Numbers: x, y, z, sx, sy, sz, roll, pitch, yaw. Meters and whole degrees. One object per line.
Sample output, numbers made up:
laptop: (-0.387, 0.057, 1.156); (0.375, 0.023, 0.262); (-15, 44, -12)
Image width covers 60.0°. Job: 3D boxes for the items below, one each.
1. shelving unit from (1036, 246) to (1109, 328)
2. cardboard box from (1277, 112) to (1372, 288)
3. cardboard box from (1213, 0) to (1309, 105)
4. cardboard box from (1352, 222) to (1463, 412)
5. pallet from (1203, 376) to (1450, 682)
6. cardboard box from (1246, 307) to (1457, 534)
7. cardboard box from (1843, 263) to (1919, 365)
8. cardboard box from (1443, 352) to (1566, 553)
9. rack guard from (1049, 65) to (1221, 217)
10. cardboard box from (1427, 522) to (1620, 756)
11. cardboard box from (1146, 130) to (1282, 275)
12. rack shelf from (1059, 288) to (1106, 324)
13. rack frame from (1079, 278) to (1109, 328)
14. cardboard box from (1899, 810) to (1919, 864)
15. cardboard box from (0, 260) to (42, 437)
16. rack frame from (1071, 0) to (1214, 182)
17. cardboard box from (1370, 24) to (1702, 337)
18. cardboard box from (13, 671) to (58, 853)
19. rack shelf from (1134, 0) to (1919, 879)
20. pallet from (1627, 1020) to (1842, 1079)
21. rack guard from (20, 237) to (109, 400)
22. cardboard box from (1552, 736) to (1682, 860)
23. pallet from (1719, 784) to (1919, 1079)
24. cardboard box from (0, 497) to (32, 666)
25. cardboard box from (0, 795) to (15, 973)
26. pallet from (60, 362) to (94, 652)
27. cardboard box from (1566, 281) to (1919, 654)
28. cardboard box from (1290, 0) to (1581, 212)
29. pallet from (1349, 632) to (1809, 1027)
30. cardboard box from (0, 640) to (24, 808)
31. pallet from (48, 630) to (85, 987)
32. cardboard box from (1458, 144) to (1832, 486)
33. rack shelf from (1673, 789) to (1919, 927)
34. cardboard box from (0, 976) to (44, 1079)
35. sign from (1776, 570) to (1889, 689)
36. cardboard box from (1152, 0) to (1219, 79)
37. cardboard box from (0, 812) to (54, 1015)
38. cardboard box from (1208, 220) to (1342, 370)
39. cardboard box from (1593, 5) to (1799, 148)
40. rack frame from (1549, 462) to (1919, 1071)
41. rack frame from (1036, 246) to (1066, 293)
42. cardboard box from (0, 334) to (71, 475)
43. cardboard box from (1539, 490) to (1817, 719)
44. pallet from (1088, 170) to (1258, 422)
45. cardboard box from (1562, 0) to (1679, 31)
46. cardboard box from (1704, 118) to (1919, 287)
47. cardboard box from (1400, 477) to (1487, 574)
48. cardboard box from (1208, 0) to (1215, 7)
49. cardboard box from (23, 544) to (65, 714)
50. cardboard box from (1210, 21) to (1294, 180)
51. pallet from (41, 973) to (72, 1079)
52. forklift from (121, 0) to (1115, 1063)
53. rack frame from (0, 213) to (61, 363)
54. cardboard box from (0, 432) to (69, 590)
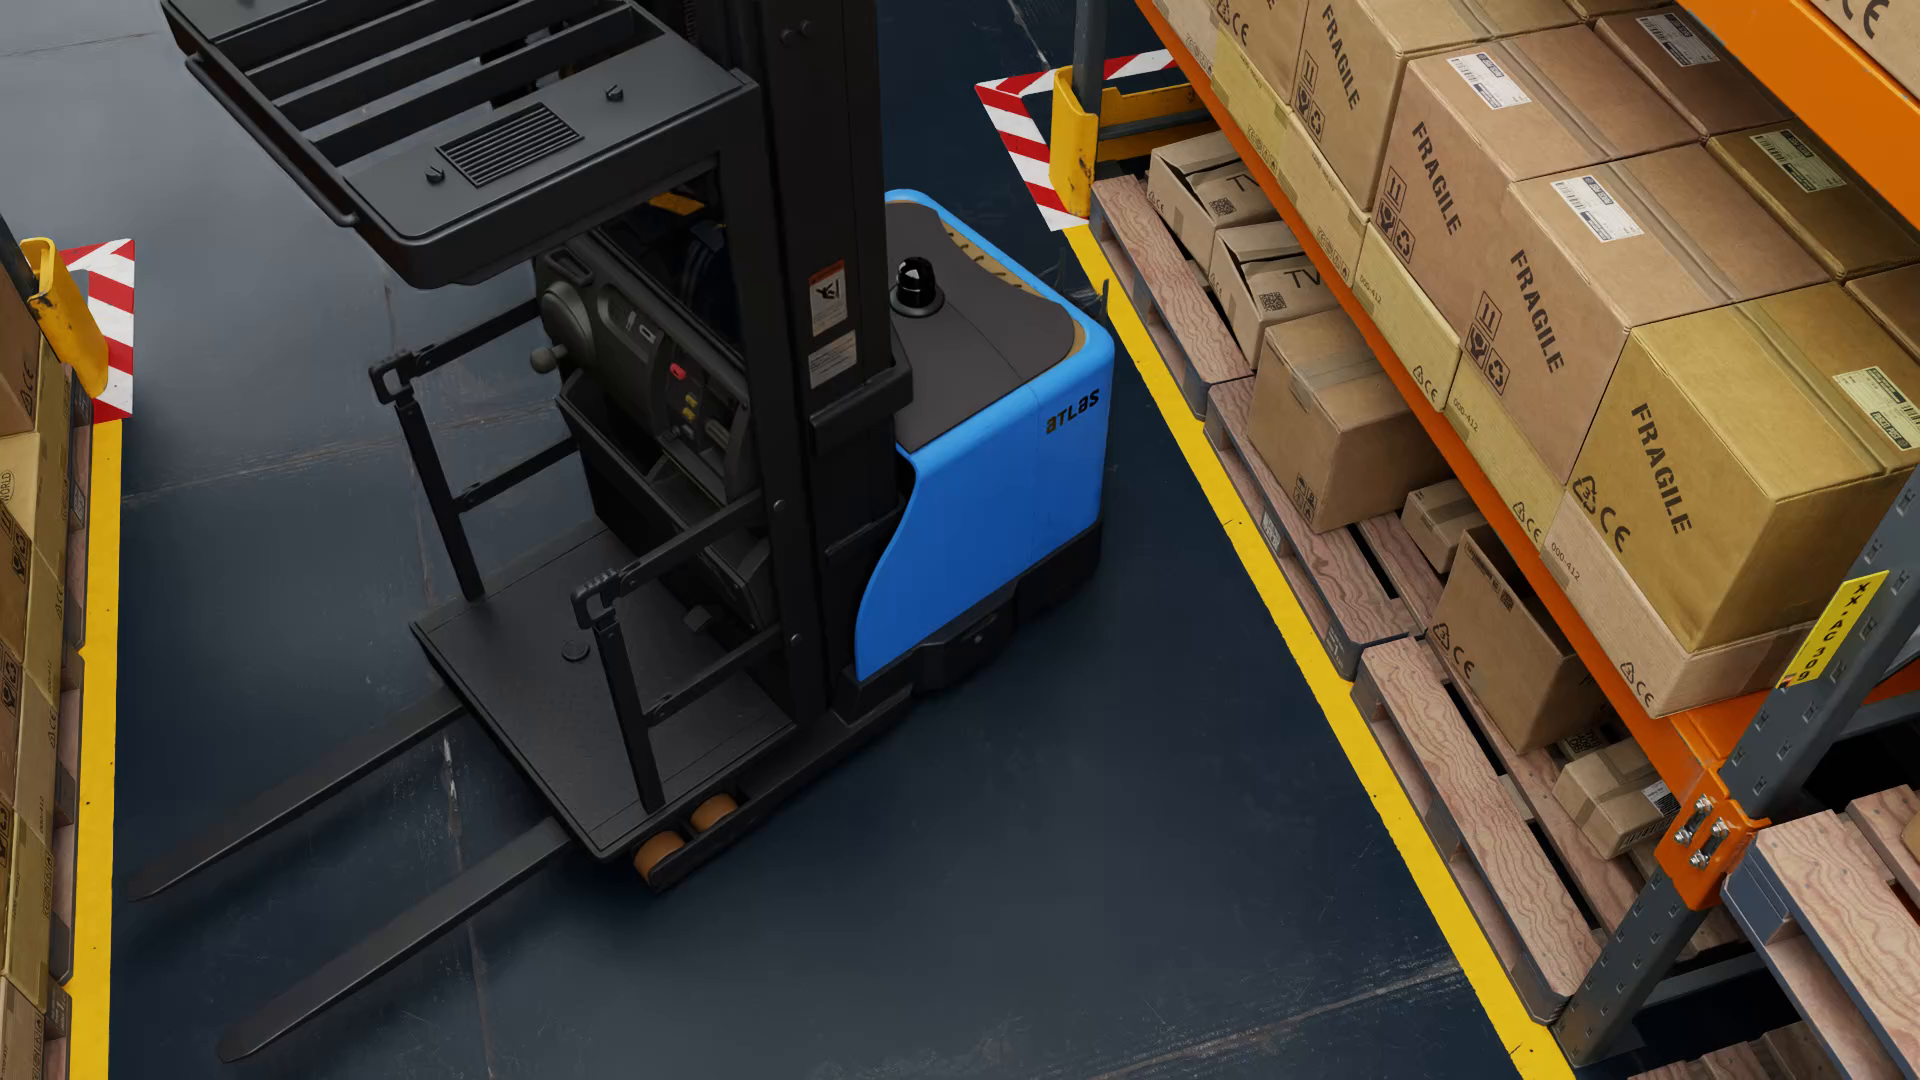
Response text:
shelving unit: (0.313, -0.539, 5.615); (0.258, 0.900, 0.210); (-33, 57, -25)
cardboard box: (1.248, -1.012, 4.726); (0.500, 0.250, 0.500); (-13, 51, -11)
cardboard box: (1.085, -1.642, 4.767); (0.500, 0.500, 0.500); (-15, 51, -12)
cardboard box: (1.397, -0.645, 4.417); (0.500, 0.250, 0.500); (-14, 51, -11)
pallet: (1.533, -0.156, 5.743); (1.003, 0.211, 1.213); (-13, 51, -11)
cardboard box: (1.403, -0.448, 5.513); (0.700, 0.500, 0.500); (-16, 52, -13)
cardboard box: (2.191, -0.270, 3.610); (0.500, 0.500, 0.500); (-14, 51, -12)
cardboard box: (1.561, -0.281, 4.110); (0.500, 0.250, 0.500); (-13, 51, -11)
rack guard: (0.970, -1.740, 6.890); (1.175, 0.500, 0.348); (-13, 51, -11)
cardboard box: (1.785, 0.235, 4.937); (0.500, 0.500, 0.500); (-17, 52, -14)
cardboard box: (1.066, -1.351, 6.397); (0.500, 0.311, 0.500); (-19, 52, -15)
rack shelf: (0.314, -0.692, 5.434); (0.258, 0.077, 0.200); (-33, 57, -25)
rack frame: (0.379, -0.480, 5.565); (0.240, 0.900, 0.006); (-33, 57, -25)
cardboard box: (2.248, 0.526, 2.992); (0.700, 0.500, 0.500); (-13, 51, -11)
cardboard box: (-3.341, -0.645, 5.365); (0.500, 0.500, 0.500); (-13, 51, -11)
rack frame: (0.947, -2.601, 5.981); (1.000, 3.000, 0.127); (-13, 51, -11)
cardboard box: (1.403, -0.888, 4.131); (0.500, 0.500, 0.500); (-15, 51, -12)
cardboard box: (-2.888, 0.690, 4.730); (0.500, 0.250, 0.500); (-13, 51, -11)
rack shelf: (1.539, -0.908, 5.024); (1.077, 0.370, 4.000); (-13, 51, -11)
pallet: (2.362, 1.788, 4.105); (1.003, 0.211, 1.213); (-13, 51, -11)
rack guard: (-3.791, -0.690, 6.005); (1.175, 0.500, 0.348); (-13, 51, -11)
cardboard box: (1.943, 0.708, 4.757); (0.380, 0.166, 0.250); (-19, 53, -16)
pallet: (2.217, 0.973, 3.093); (1.003, 0.211, 1.213); (-13, 51, -11)
cardboard box: (-3.031, 0.082, 4.752); (0.500, 0.500, 0.500); (-13, 51, -11)
cardboard box: (-2.735, 0.813, 4.136); (0.500, 0.500, 0.500); (-13, 51, -11)
pallet: (-3.518, -0.030, 5.638); (1.003, 0.211, 1.213); (-13, 51, -11)
cardboard box: (1.695, -0.155, 3.513); (0.500, 0.500, 0.500); (-13, 51, -11)
cardboard box: (1.249, -1.268, 4.451); (0.500, 0.500, 0.500); (-12, 51, -10)
pallet: (1.898, 0.737, 4.991); (1.003, 0.211, 1.213); (-13, 51, -11)
cardboard box: (-2.885, 0.448, 4.444); (0.500, 0.500, 0.500); (-13, 51, -11)
pallet: (-3.161, 0.859, 4.888); (1.003, 0.211, 1.213); (-13, 51, -11)
cardboard box: (1.542, -0.518, 3.819); (0.500, 0.500, 0.500); (-14, 51, -11)
rack shelf: (2.721, 2.013, 2.562); (1.077, 0.370, 4.000); (-13, 51, -11)
cardboard box: (-2.592, 1.421, 4.114); (0.500, 0.250, 0.500); (-13, 51, -11)
sign: (1.614, 0.170, 3.079); (0.100, 0.325, 0.005); (-13, 51, -11)
cardboard box: (0.955, -1.755, 5.353); (0.500, 0.250, 0.500); (-15, 51, -12)
cardboard box: (-2.734, 1.054, 4.423); (0.500, 0.250, 0.500); (-13, 51, -11)
cardboard box: (1.234, -0.934, 6.046); (0.500, 0.311, 0.500); (-10, 51, -8)
cardboard box: (1.899, -1.014, 4.237); (0.500, 0.500, 0.500); (-12, 51, -10)
rack frame: (2.130, 0.320, 3.518); (1.000, 3.000, 0.127); (-13, 51, -11)
rack frame: (0.247, -0.598, 5.664); (0.240, 0.900, 0.006); (-33, 57, -25)
cardboard box: (-3.343, -0.402, 5.651); (0.500, 0.250, 0.500); (-13, 51, -11)
cardboard box: (1.700, 0.085, 3.802); (0.500, 0.250, 0.500); (-13, 51, -11)
pallet: (1.176, -1.045, 6.493); (1.003, 0.211, 1.213); (-13, 51, -11)
cardboard box: (1.735, -1.390, 4.555); (0.500, 0.500, 0.500); (-13, 51, -10)
cardboard box: (2.041, -0.649, 3.929); (0.500, 0.500, 0.500); (-14, 51, -11)
cardboard box: (1.676, -0.075, 5.428); (0.380, 0.149, 0.250); (-17, 52, -14)
cardboard box: (0.938, -2.021, 5.086); (0.500, 0.500, 0.500); (-13, 51, -11)
cardboard box: (-3.034, 0.325, 5.038); (0.500, 0.250, 0.500); (-13, 51, -11)
cardboard box: (1.100, -1.381, 5.038); (0.500, 0.250, 0.500); (-14, 51, -12)
pallet: (-2.796, 1.752, 4.135); (1.003, 0.211, 1.213); (-13, 51, -11)
forklift: (-0.977, -0.389, 4.161); (3.031, 2.935, 1.130); (-33, 57, -25)
rack frame: (-3.784, -1.478, 5.034); (1.000, 3.000, 0.127); (-13, 51, -11)
cardboard box: (-3.184, -0.040, 5.346); (0.500, 0.250, 0.500); (-13, 51, -11)
